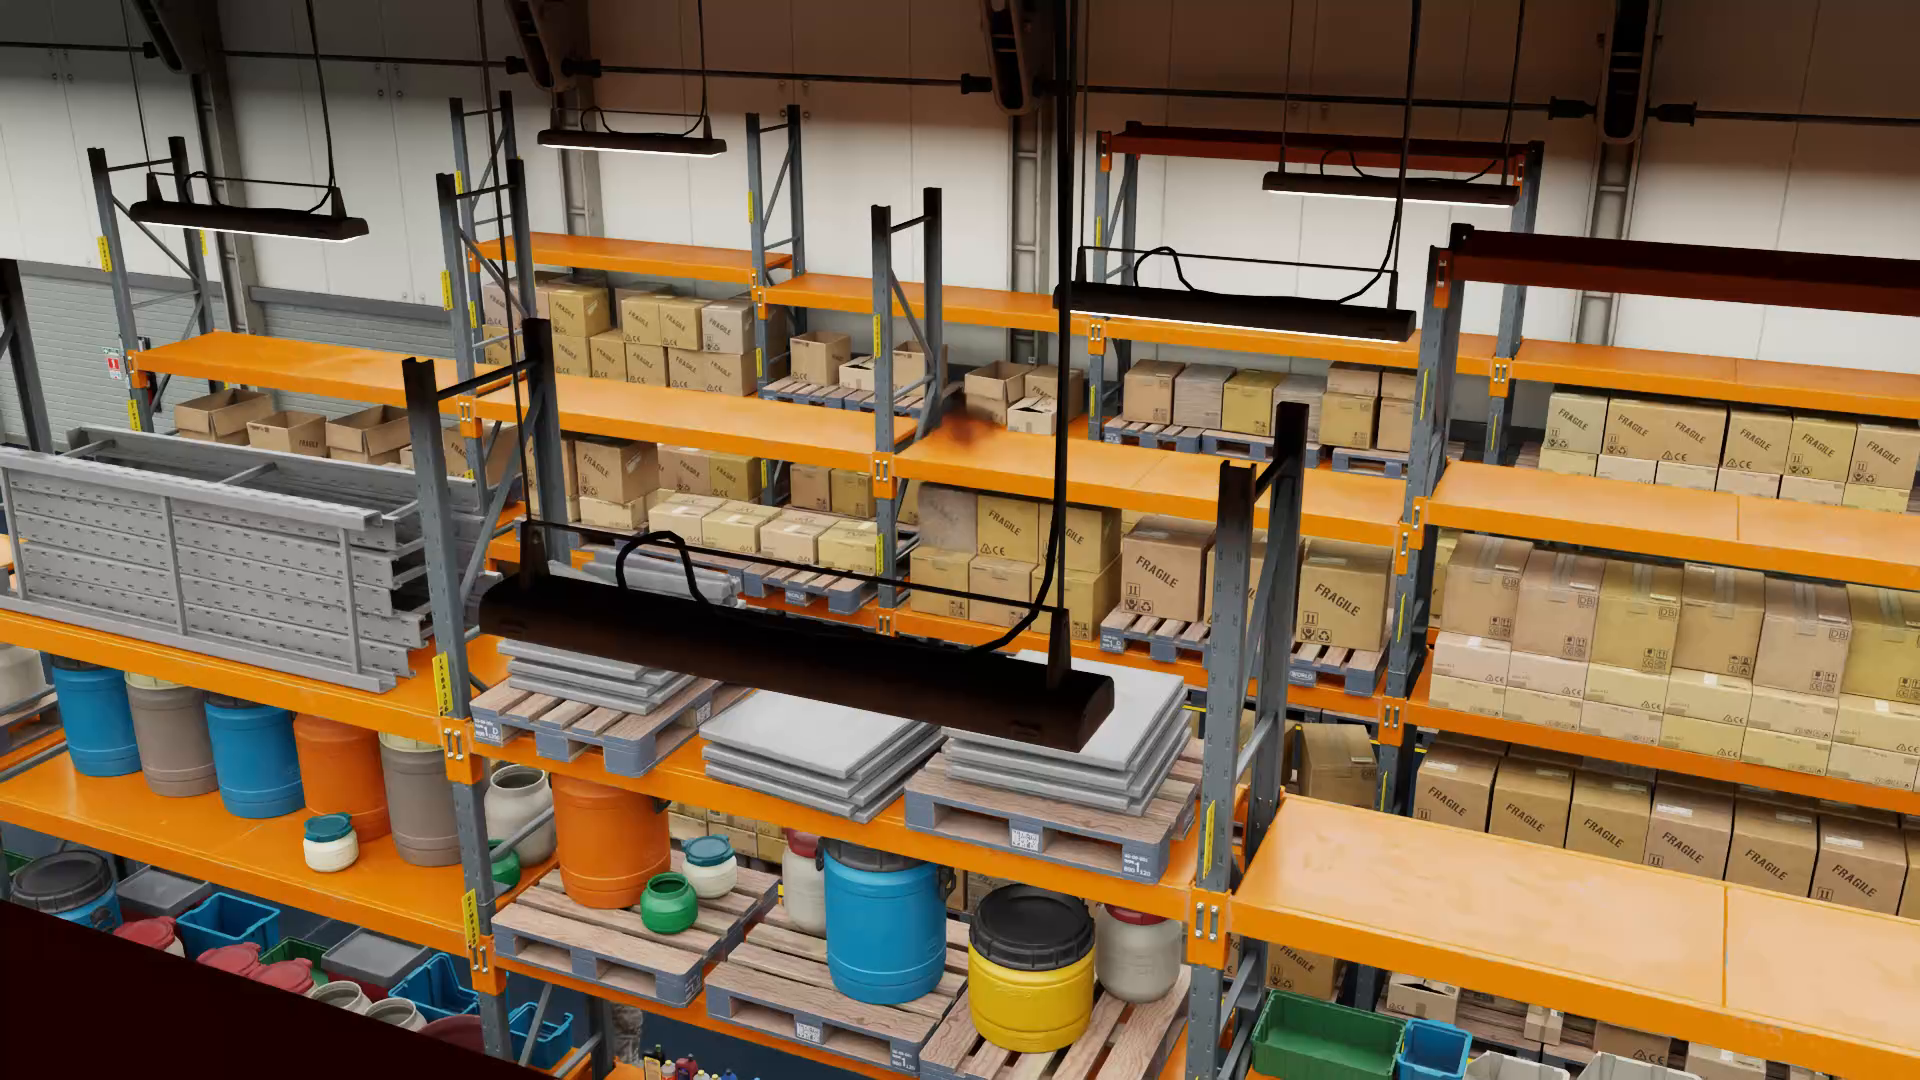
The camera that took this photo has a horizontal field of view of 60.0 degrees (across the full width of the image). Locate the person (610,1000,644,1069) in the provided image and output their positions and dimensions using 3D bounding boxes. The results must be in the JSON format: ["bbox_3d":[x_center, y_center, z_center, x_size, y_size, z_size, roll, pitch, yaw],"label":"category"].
[{"bbox_3d":[-2.459,3.149,11.806,0.488,1.775,0.599,-17,26,-38],"label":"person"}]
